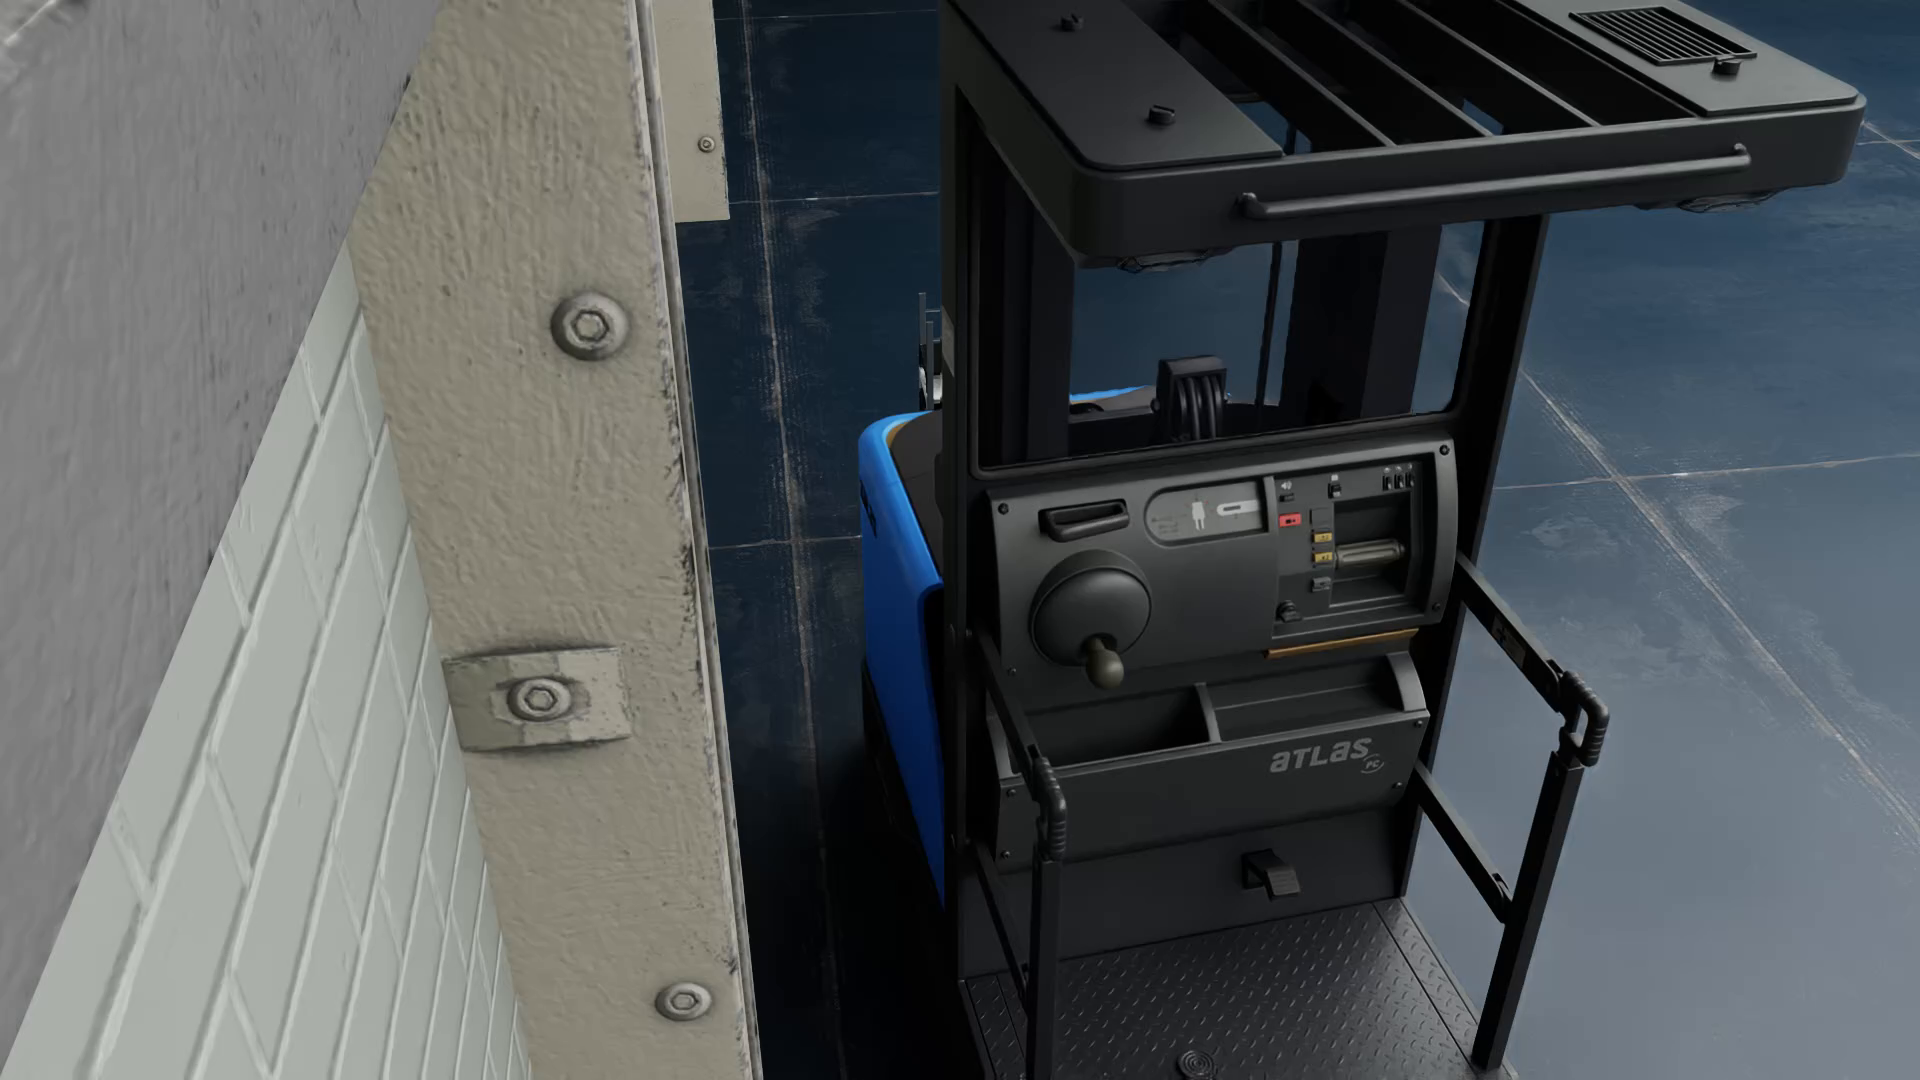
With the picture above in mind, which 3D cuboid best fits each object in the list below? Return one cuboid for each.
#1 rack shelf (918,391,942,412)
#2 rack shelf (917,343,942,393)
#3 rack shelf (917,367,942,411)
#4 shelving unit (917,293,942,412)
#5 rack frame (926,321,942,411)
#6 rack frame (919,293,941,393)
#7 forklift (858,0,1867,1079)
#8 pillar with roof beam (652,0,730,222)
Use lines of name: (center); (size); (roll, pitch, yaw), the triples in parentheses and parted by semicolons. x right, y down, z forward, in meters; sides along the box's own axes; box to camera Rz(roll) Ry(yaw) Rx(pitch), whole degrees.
rack shelf: (0.001, -0.414, 5.458); (0.258, 0.077, 0.200); (-4, 35, -6)
rack shelf: (0.001, -0.563, 5.357); (0.258, 0.077, 0.200); (-4, 35, -6)
rack shelf: (0.001, -0.489, 5.407); (0.258, 0.077, 0.200); (-4, 35, -6)
shelving unit: (0.001, -0.367, 5.490); (0.258, 0.900, 0.210); (-4, 35, -6)
rack frame: (0.015, -0.311, 5.407); (0.240, 0.900, 0.006); (-4, 35, -6)
rack frame: (-0.013, -0.424, 5.573); (0.240, 0.900, 0.006); (-4, 35, -6)
forklift: (0.566, 0.101, 3.000); (1.130, 2.935, 3.031); (-8, 35, -11)
pillar with roof beam: (2.975, -5.690, 6.108); (9.100, 9.000, 0.400); (-4, 35, -6)
